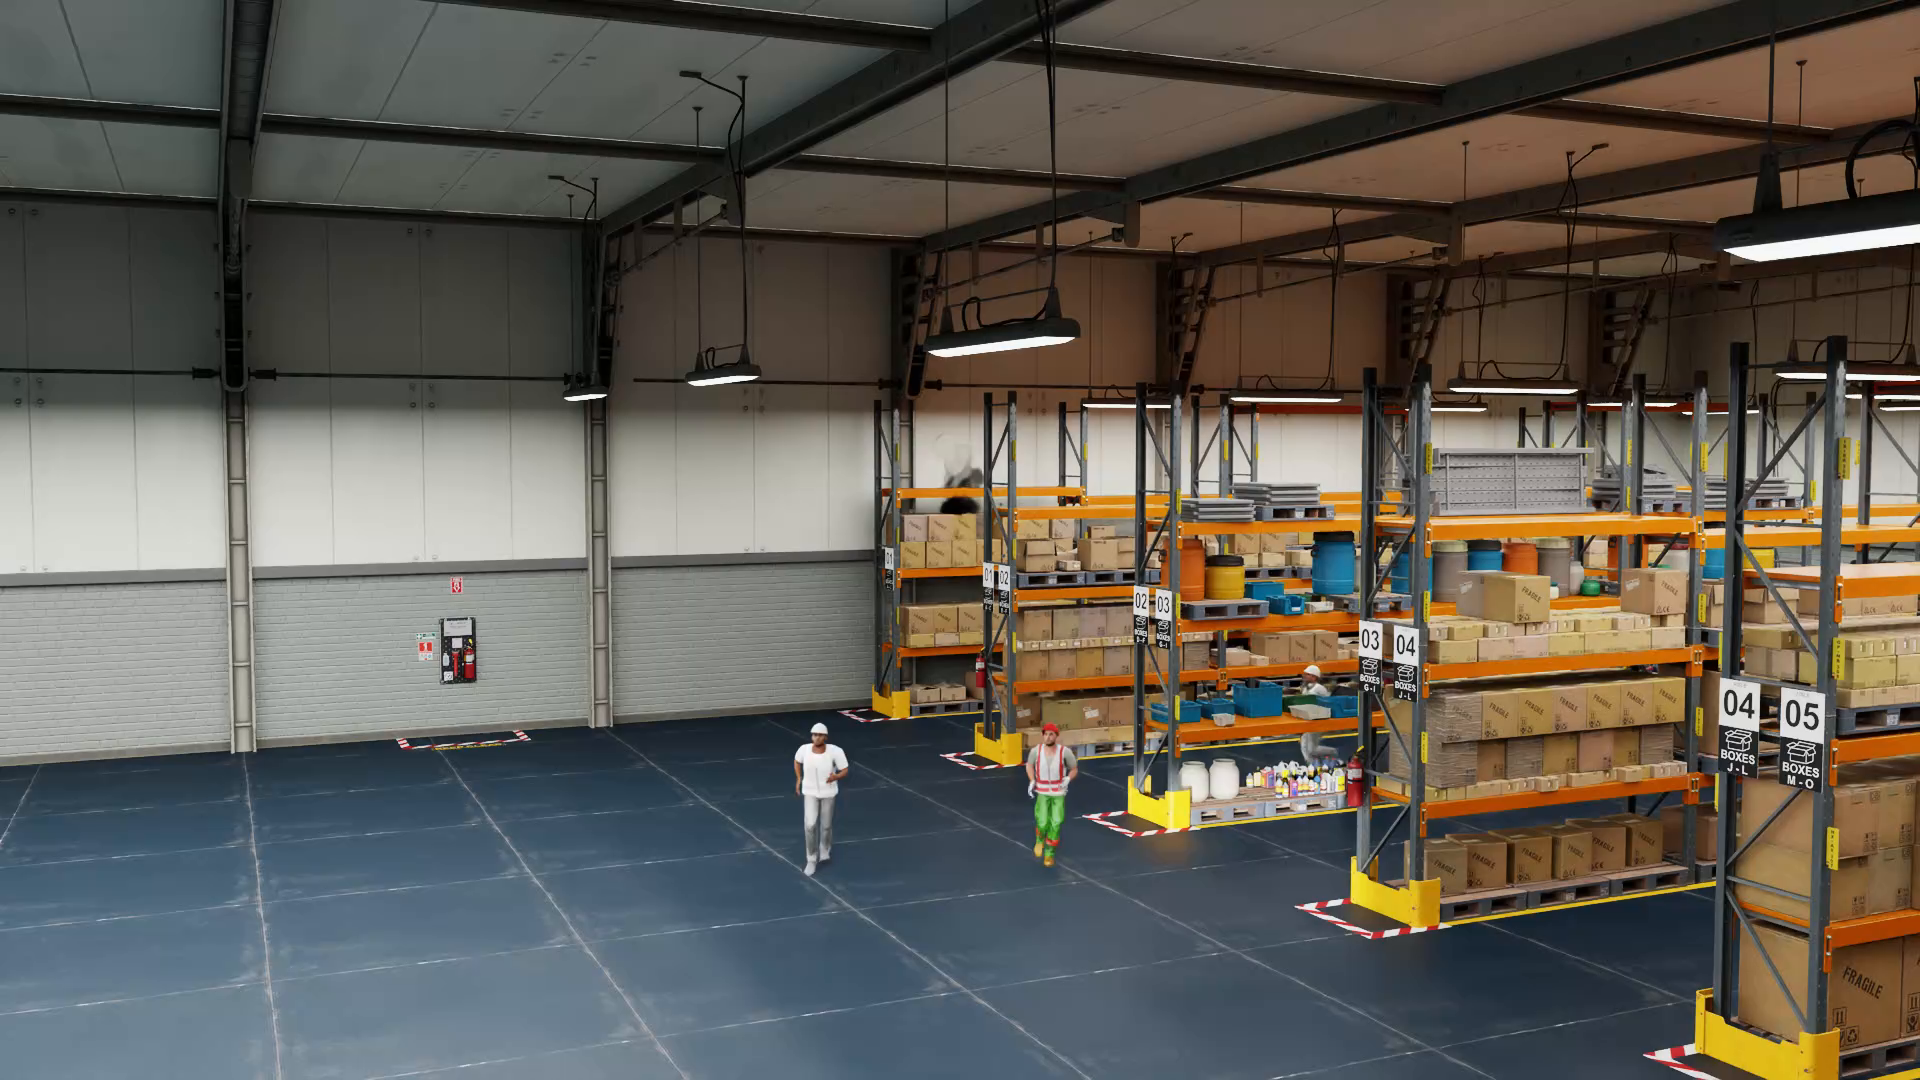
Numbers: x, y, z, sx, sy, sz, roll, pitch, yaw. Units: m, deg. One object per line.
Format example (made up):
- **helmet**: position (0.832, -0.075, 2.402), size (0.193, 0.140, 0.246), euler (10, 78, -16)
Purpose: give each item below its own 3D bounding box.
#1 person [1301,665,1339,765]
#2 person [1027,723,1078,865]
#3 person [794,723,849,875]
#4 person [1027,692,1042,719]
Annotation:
- **person**: position (5.542, 2.810, 25.662), size (0.651, 1.756, 0.668), euler (-1, 4, -19)
- **person**: position (1.117, 3.108, 20.296), size (0.637, 1.749, 0.607), euler (0, 3, 7)
- **person**: position (-1.683, 3.120, 20.163), size (0.678, 1.828, 0.775), euler (0, 3, -2)
- **person**: position (1.225, 2.599, 29.109), size (0.966, 1.741, 0.713), euler (-2, 4, -27)
